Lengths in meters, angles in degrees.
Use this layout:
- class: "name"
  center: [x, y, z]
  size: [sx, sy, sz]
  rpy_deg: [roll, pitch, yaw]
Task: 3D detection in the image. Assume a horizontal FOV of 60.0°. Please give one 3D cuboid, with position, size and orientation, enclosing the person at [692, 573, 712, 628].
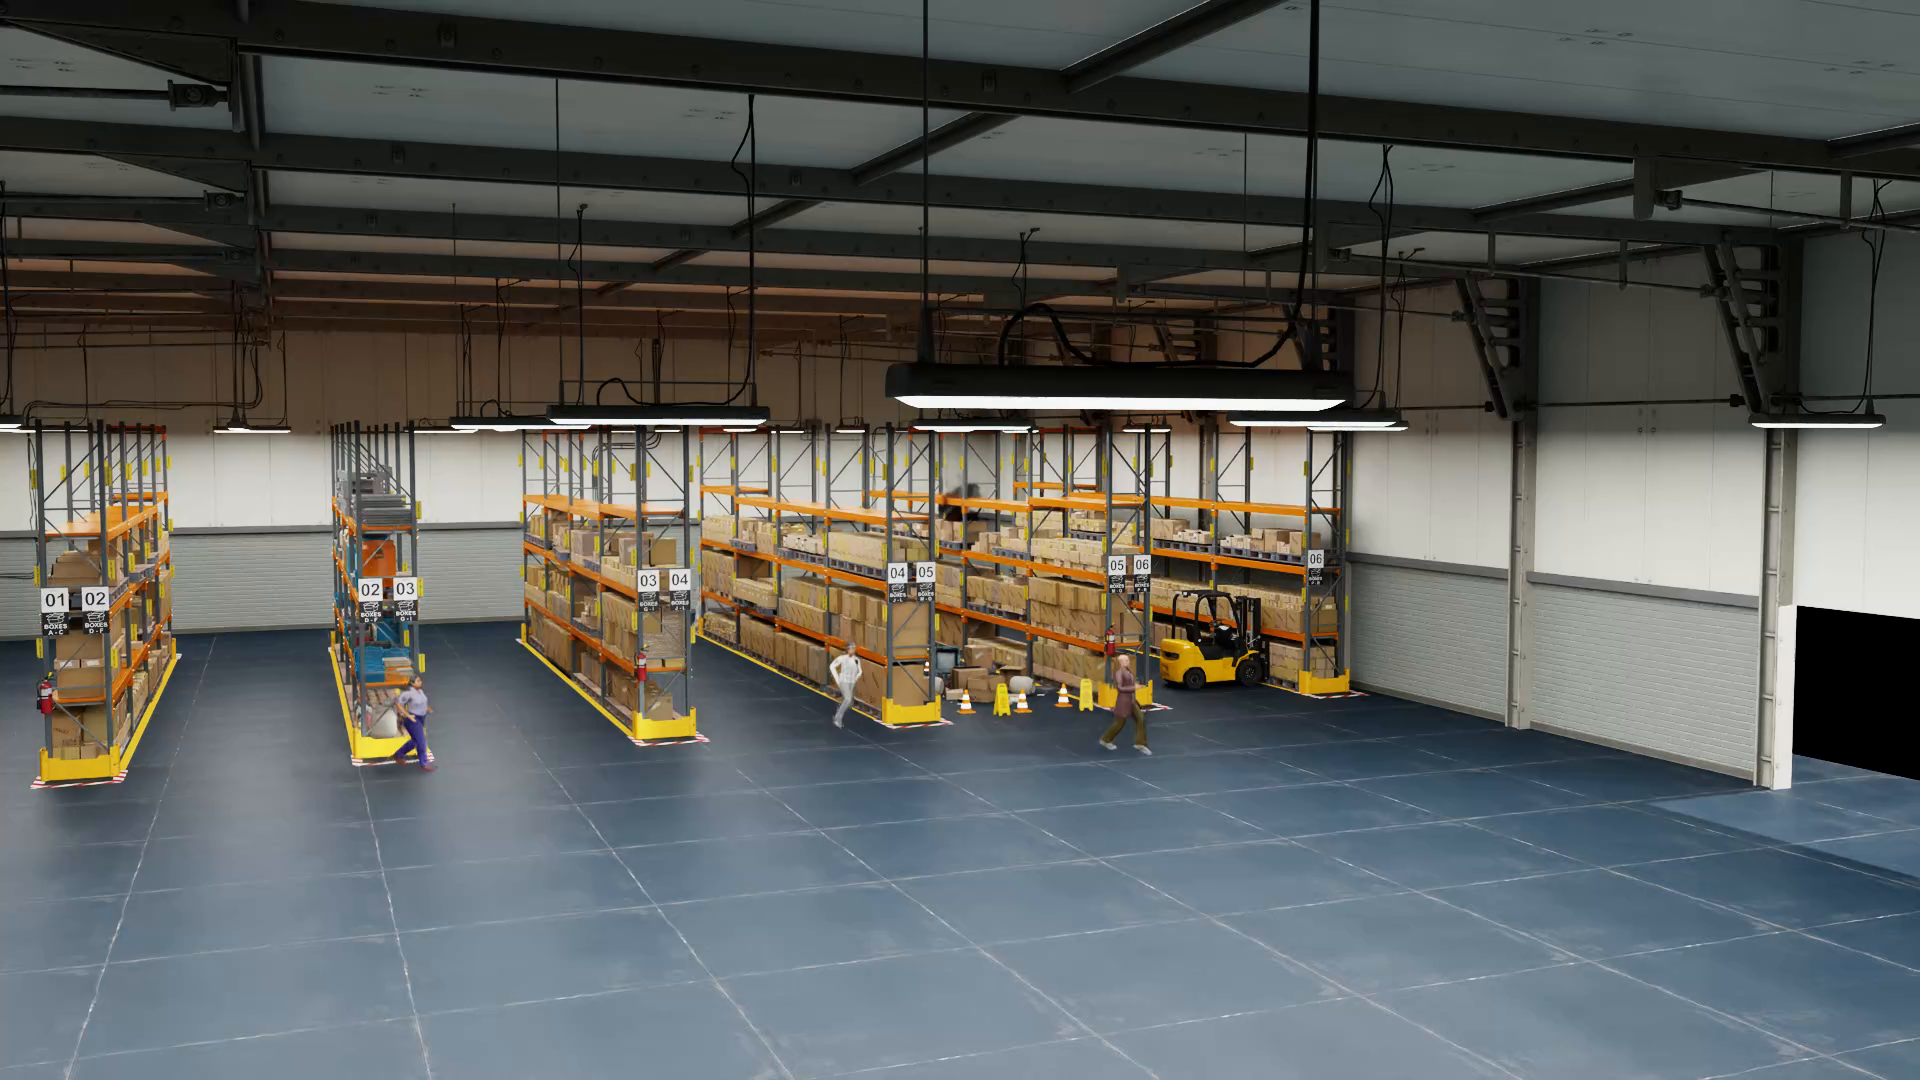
- class: "person"
  center: [-7.607, 1.732, 49.214]
  size: [1.007, 1.773, 0.694]
  rpy_deg: [-2, 4, -24]

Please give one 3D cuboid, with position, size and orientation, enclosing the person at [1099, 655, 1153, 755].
- class: "person"
  center: [3.005, 2.968, 30.056]
  size: [0.973, 1.811, 0.729]
  rpy_deg: [2, 4, 30]

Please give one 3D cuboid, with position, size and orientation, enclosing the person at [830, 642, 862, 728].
- class: "person"
  center: [-2.213, 2.850, 32.809]
  size: [0.610, 1.686, 0.617]
  rpy_deg: [-3, 5, -39]

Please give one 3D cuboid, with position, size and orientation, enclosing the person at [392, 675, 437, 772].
- class: "person"
  center: [-9.321, 3.121, 28.342]
  size: [0.856, 1.628, 0.617]
  rpy_deg: [0, 4, 7]
